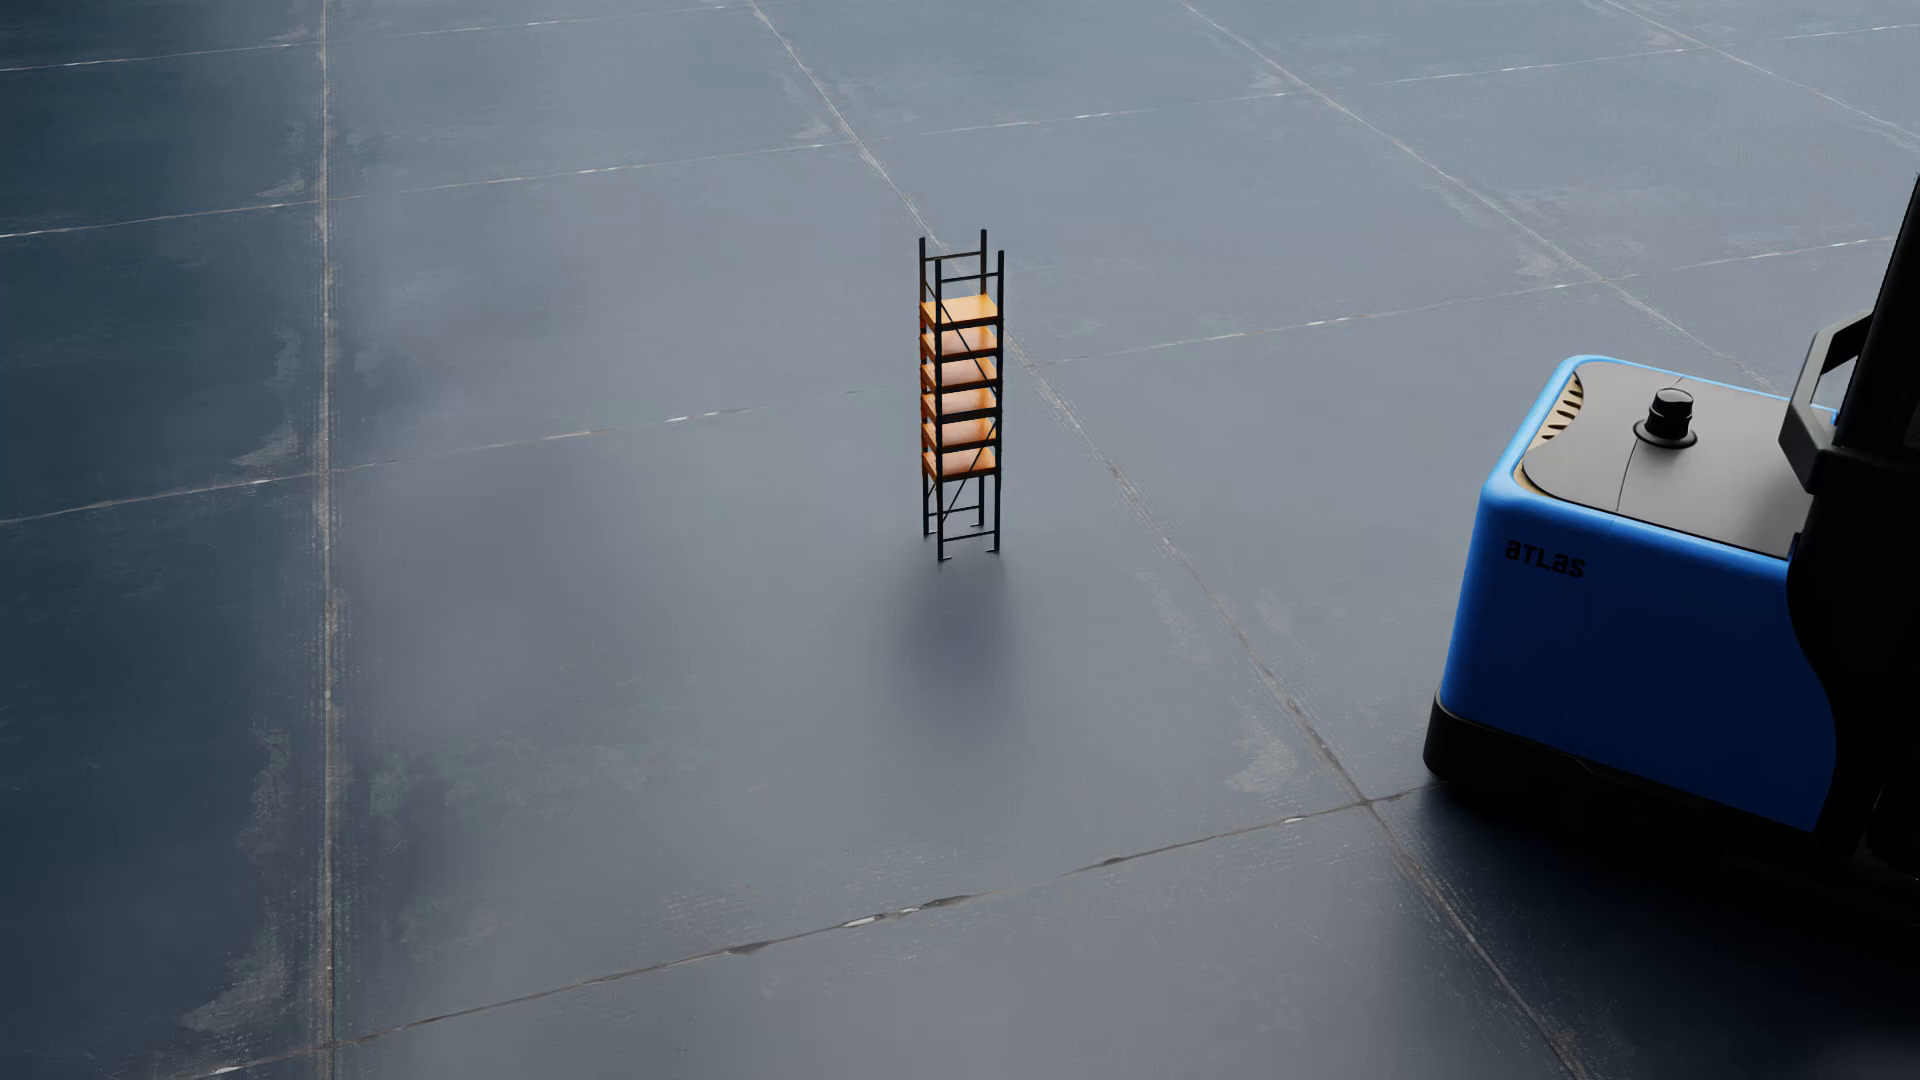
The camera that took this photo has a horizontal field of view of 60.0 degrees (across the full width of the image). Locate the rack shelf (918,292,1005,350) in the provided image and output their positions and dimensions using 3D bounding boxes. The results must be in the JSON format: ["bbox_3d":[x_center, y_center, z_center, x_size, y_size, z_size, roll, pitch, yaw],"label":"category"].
[{"bbox_3d":[0.004,-0.756,5.734,0.258,0.103,0.180,-10,35,-15],"label":"rack shelf"}]

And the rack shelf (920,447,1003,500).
[{"bbox_3d":[0.004,-0.256,6.065,0.258,0.103,0.180,-10,35,-15],"label":"rack shelf"}]

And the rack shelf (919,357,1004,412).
[{"bbox_3d":[0.004,-0.556,5.866,0.258,0.103,0.180,-10,35,-15],"label":"rack shelf"}]

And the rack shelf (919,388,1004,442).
[{"bbox_3d":[0.004,-0.456,5.932,0.258,0.103,0.180,-10,35,-15],"label":"rack shelf"}]

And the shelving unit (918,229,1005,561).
[{"bbox_3d":[0.004,-0.493,5.908,0.258,1.200,0.189,-10,35,-15],"label":"shelving unit"}]

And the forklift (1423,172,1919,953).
[{"bbox_3d":[2.951,-0.286,4.024,3.031,2.935,1.130,18,38,25],"label":"forklift"}]

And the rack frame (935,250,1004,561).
[{"bbox_3d":[0.032,-0.445,5.835,0.240,1.200,0.006,-10,35,-15],"label":"rack frame"}]

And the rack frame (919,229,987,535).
[{"bbox_3d":[-0.023,-0.541,5.980,0.240,1.200,0.006,-10,35,-15],"label":"rack frame"}]

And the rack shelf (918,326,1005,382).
[{"bbox_3d":[0.004,-0.656,5.800,0.258,0.103,0.180,-10,35,-15],"label":"rack shelf"}]

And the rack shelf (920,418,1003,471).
[{"bbox_3d":[0.004,-0.356,5.998,0.258,0.103,0.180,-10,35,-15],"label":"rack shelf"}]
